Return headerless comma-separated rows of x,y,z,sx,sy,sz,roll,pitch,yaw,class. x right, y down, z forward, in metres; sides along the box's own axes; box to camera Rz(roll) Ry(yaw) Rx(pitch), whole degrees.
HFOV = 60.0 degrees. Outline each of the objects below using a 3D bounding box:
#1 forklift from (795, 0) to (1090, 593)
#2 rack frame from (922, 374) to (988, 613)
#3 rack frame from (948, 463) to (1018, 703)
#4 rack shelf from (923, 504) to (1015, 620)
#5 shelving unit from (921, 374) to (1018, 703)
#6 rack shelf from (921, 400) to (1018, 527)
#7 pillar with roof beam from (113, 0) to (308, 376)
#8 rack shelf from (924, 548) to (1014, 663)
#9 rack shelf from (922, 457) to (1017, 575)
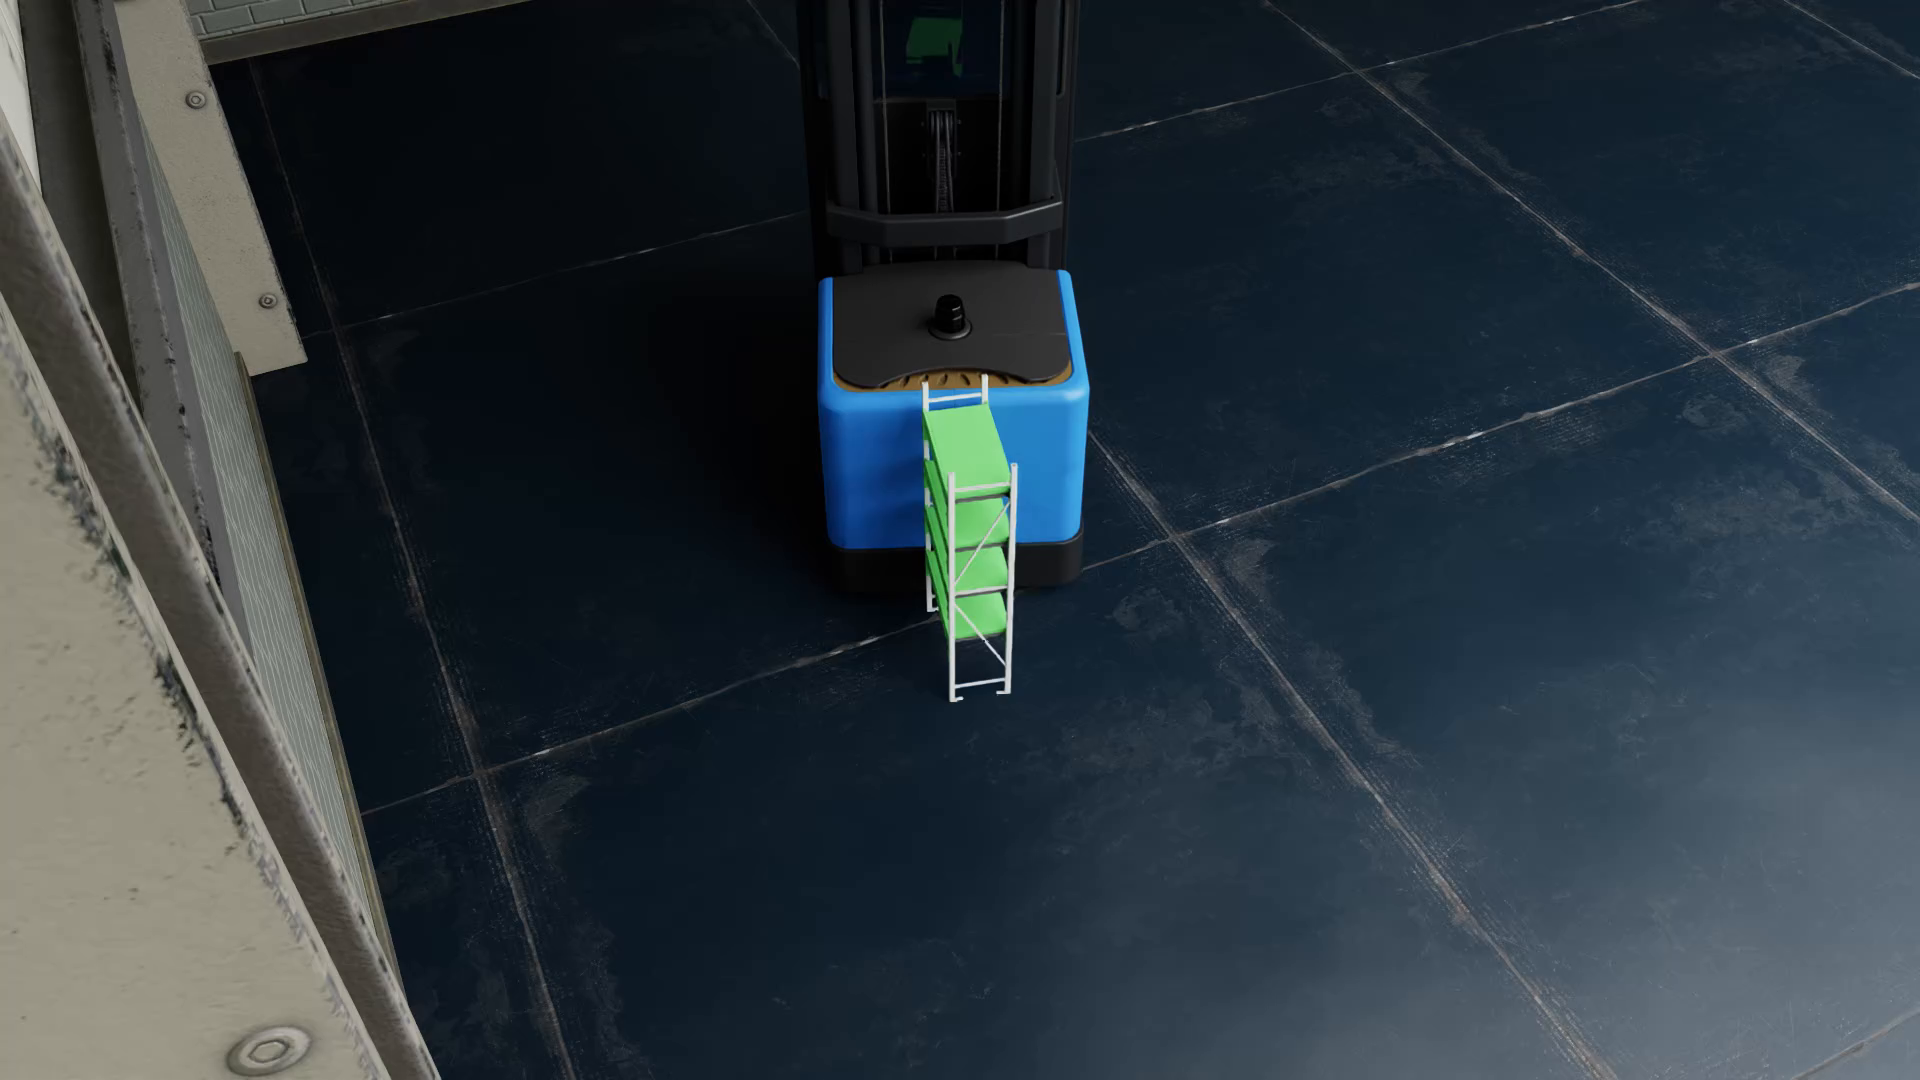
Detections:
-0.099,-1.852,6.909,1.130,2.935,3.031,-2,45,-2,forklift
-0.018,-0.151,6.418,0.240,1.200,0.015,-8,45,-8,rack frame
0.077,0.185,6.077,0.240,1.200,0.015,-8,45,-8,rack frame
0.030,0.062,6.292,0.258,0.148,0.480,-8,45,-8,rack shelf
0.030,0.017,6.247,0.258,1.200,0.503,-8,45,-8,shelving unit
0.030,-0.279,5.955,0.258,0.148,0.480,-8,45,-8,rack shelf
0.550,-5.414,6.199,9.100,9.000,0.400,-18,47,-17,pillar with roof beam
0.030,0.233,6.461,0.258,0.148,0.480,-8,45,-8,rack shelf
0.030,-0.108,6.124,0.258,0.148,0.480,-8,45,-8,rack shelf
